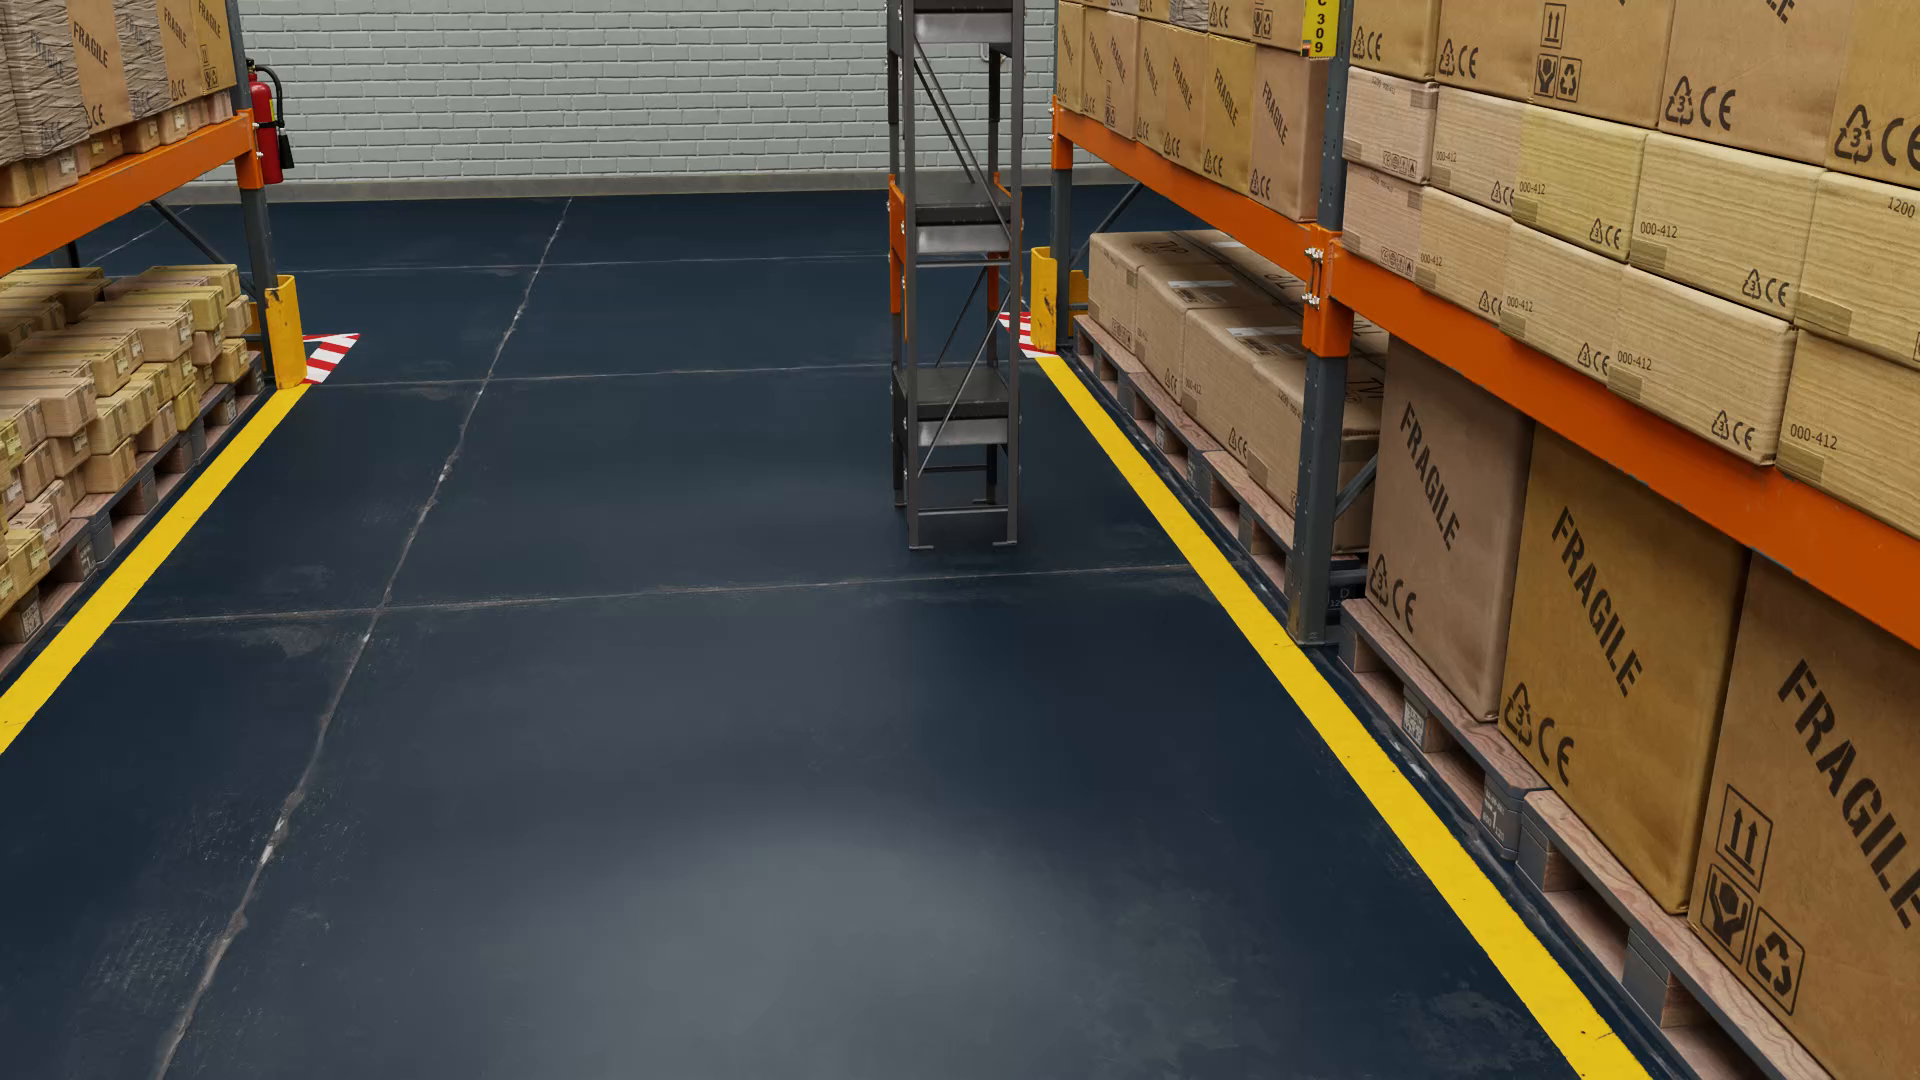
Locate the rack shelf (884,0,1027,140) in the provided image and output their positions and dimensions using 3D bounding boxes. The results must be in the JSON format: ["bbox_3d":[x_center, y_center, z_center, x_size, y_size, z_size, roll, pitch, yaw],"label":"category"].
[{"bbox_3d":[-0.024,-1.684,5.762,0.431,0.518,0.480,-3,21,-8],"label":"rack shelf"}]

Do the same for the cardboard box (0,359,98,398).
[{"bbox_3d":[-3.369,-0.547,6.017,0.380,0.149,0.250,-4,21,-10],"label":"cardboard box"}]

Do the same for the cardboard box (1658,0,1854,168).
[{"bbox_3d":[1.593,-0.928,2.842,0.500,0.500,0.500,-3,21,-9],"label":"cardboard box"}]

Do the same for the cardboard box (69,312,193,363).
[{"bbox_3d":[-3.360,-0.820,6.749,0.380,0.149,0.250,-2,21,-6],"label":"cardboard box"}]

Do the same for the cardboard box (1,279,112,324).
[{"bbox_3d":[-4.000,-1.059,7.389,0.380,0.149,0.250,-3,21,-7],"label":"cardboard box"}]

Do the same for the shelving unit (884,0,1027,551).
[{"bbox_3d":[-0.024,-1.041,6.002,0.431,2.100,0.503,-3,21,-8],"label":"shelving unit"}]

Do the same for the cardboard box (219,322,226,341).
[{"bbox_3d":[-3.555,-0.946,7.511,0.380,0.149,0.250,-3,21,-9],"label":"cardboard box"}]

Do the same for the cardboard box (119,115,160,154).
[{"bbox_3d":[-3.453,-1.637,6.671,0.380,0.149,0.250,-4,21,-10],"label":"cardboard box"}]

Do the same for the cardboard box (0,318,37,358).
[{"bbox_3d":[-3.942,-0.787,6.661,0.380,0.149,0.250,-2,21,-6],"label":"cardboard box"}]

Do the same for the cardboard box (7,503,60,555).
[{"bbox_3d":[-3.182,-0.001,5.407,0.380,0.149,0.250,-3,21,-8],"label":"cardboard box"}]

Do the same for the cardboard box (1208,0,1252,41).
[{"bbox_3d":[1.156,-1.948,5.572,0.500,0.500,0.500,-3,21,-9],"label":"cardboard box"}]

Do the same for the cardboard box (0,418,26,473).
[{"bbox_3d":[-3.232,-0.275,5.290,0.380,0.149,0.250,-3,21,-9],"label":"cardboard box"}]

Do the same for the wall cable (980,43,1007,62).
[{"bbox_3d":[0.150,-4.933,13.641,0.585,1.953,0.123,-3,21,-8],"label":"wall cable"}]

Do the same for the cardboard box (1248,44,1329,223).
[{"bbox_3d":[1.243,-1.301,5.270,0.500,0.500,0.500,-3,21,-7],"label":"cardboard box"}]

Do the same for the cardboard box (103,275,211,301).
[{"bbox_3d":[-3.591,-1.087,7.462,0.380,0.149,0.250,-3,21,-7],"label":"cardboard box"}]

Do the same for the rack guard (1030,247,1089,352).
[{"bbox_3d":[0.982,-1.329,9.060,1.175,0.500,0.348,-3,21,-8],"label":"rack guard"}]

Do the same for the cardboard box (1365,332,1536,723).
[{"bbox_3d":[1.731,-0.098,4.627,0.875,0.875,0.875,-2,21,-6],"label":"cardboard box"}]

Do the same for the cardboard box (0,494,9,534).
[{"bbox_3d":[-3.182,-0.047,5.105,0.380,0.149,0.250,-3,21,-7],"label":"cardboard box"}]

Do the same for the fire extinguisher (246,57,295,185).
[{"bbox_3d":[-3.478,-2.107,8.213,0.296,0.674,0.183,-3,21,-8],"label":"fire extinguisher"}]

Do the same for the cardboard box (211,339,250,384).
[{"bbox_3d":[-3.478,-0.813,7.579,0.380,0.149,0.250,-2,21,-6],"label":"cardboard box"}]

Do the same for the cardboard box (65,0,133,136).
[{"bbox_3d":[-3.365,-1.724,5.976,0.500,0.500,0.500,-2,21,-5],"label":"cardboard box"}]

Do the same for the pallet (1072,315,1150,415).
[{"bbox_3d":[1.179,-0.912,8.358,1.003,0.211,1.213,-3,21,-8],"label":"pallet"}]

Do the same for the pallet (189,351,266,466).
[{"bbox_3d":[-3.805,-0.591,7.498,1.003,0.211,1.213,-3,21,-8],"label":"pallet"}]

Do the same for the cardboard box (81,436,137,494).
[{"bbox_3d":[-3.283,-0.273,6.134,0.380,0.149,0.250,-3,21,-9],"label":"cardboard box"}]

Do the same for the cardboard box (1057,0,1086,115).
[{"bbox_3d":[0.771,-2.358,8.099,0.500,0.500,0.500,-3,21,-8],"label":"cardboard box"}]

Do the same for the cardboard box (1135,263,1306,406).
[{"bbox_3d":[1.320,-0.948,7.530,0.875,0.438,0.875,-2,21,-6],"label":"cardboard box"}]

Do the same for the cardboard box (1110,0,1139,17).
[{"bbox_3d":[0.936,-2.470,6.970,0.500,0.500,0.500,-3,21,-8],"label":"cardboard box"}]

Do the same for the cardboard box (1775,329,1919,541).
[{"bbox_3d":[1.663,-0.165,2.585,0.500,0.250,0.500,-3,21,-8],"label":"cardboard box"}]

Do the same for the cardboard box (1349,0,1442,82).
[{"bbox_3d":[1.341,-1.455,4.253,0.500,0.500,0.500,-3,21,-7],"label":"cardboard box"}]

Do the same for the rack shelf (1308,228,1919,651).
[{"bbox_3d":[1.851,-0.077,3.164,1.077,0.370,4.000,-3,21,-8],"label":"rack shelf"}]

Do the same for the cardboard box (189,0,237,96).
[{"bbox_3d":[-3.578,-2.251,7.387,0.500,0.500,0.500,-2,21,-7],"label":"cardboard box"}]

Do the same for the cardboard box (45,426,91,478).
[{"bbox_3d":[-3.305,-0.320,5.835,0.380,0.149,0.250,-2,21,-5],"label":"cardboard box"}]

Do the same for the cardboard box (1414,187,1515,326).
[{"bbox_3d":[1.441,-0.692,3.996,0.500,0.250,0.500,-3,21,-9],"label":"cardboard box"}]

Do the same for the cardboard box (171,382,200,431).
[{"bbox_3d":[-3.378,-0.547,6.868,0.380,0.149,0.250,-4,21,-10],"label":"cardboard box"}]

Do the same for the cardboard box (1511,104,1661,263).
[{"bbox_3d":[1.496,-0.749,3.434,0.500,0.250,0.500,-3,21,-7],"label":"cardboard box"}]

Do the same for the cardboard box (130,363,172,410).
[{"bbox_3d":[-3.357,-0.591,6.561,0.380,0.149,0.250,-2,21,-5],"label":"cardboard box"}]

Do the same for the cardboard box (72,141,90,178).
[{"bbox_3d":[-3.361,-1.363,5.938,0.380,0.149,0.250,-2,21,-6],"label":"cardboard box"}]

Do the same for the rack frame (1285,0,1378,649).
[{"bbox_3d":[1.562,-1.107,4.892,1.000,3.000,0.127,-3,21,-8],"label":"rack frame"}]

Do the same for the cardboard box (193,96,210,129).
[{"bbox_3d":[-3.573,-1.903,7.383,0.380,0.149,0.250,-3,21,-8],"label":"cardboard box"}]

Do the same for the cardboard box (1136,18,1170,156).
[{"bbox_3d":[1.016,-1.835,6.698,0.500,0.500,0.500,-2,21,-6],"label":"cardboard box"}]
